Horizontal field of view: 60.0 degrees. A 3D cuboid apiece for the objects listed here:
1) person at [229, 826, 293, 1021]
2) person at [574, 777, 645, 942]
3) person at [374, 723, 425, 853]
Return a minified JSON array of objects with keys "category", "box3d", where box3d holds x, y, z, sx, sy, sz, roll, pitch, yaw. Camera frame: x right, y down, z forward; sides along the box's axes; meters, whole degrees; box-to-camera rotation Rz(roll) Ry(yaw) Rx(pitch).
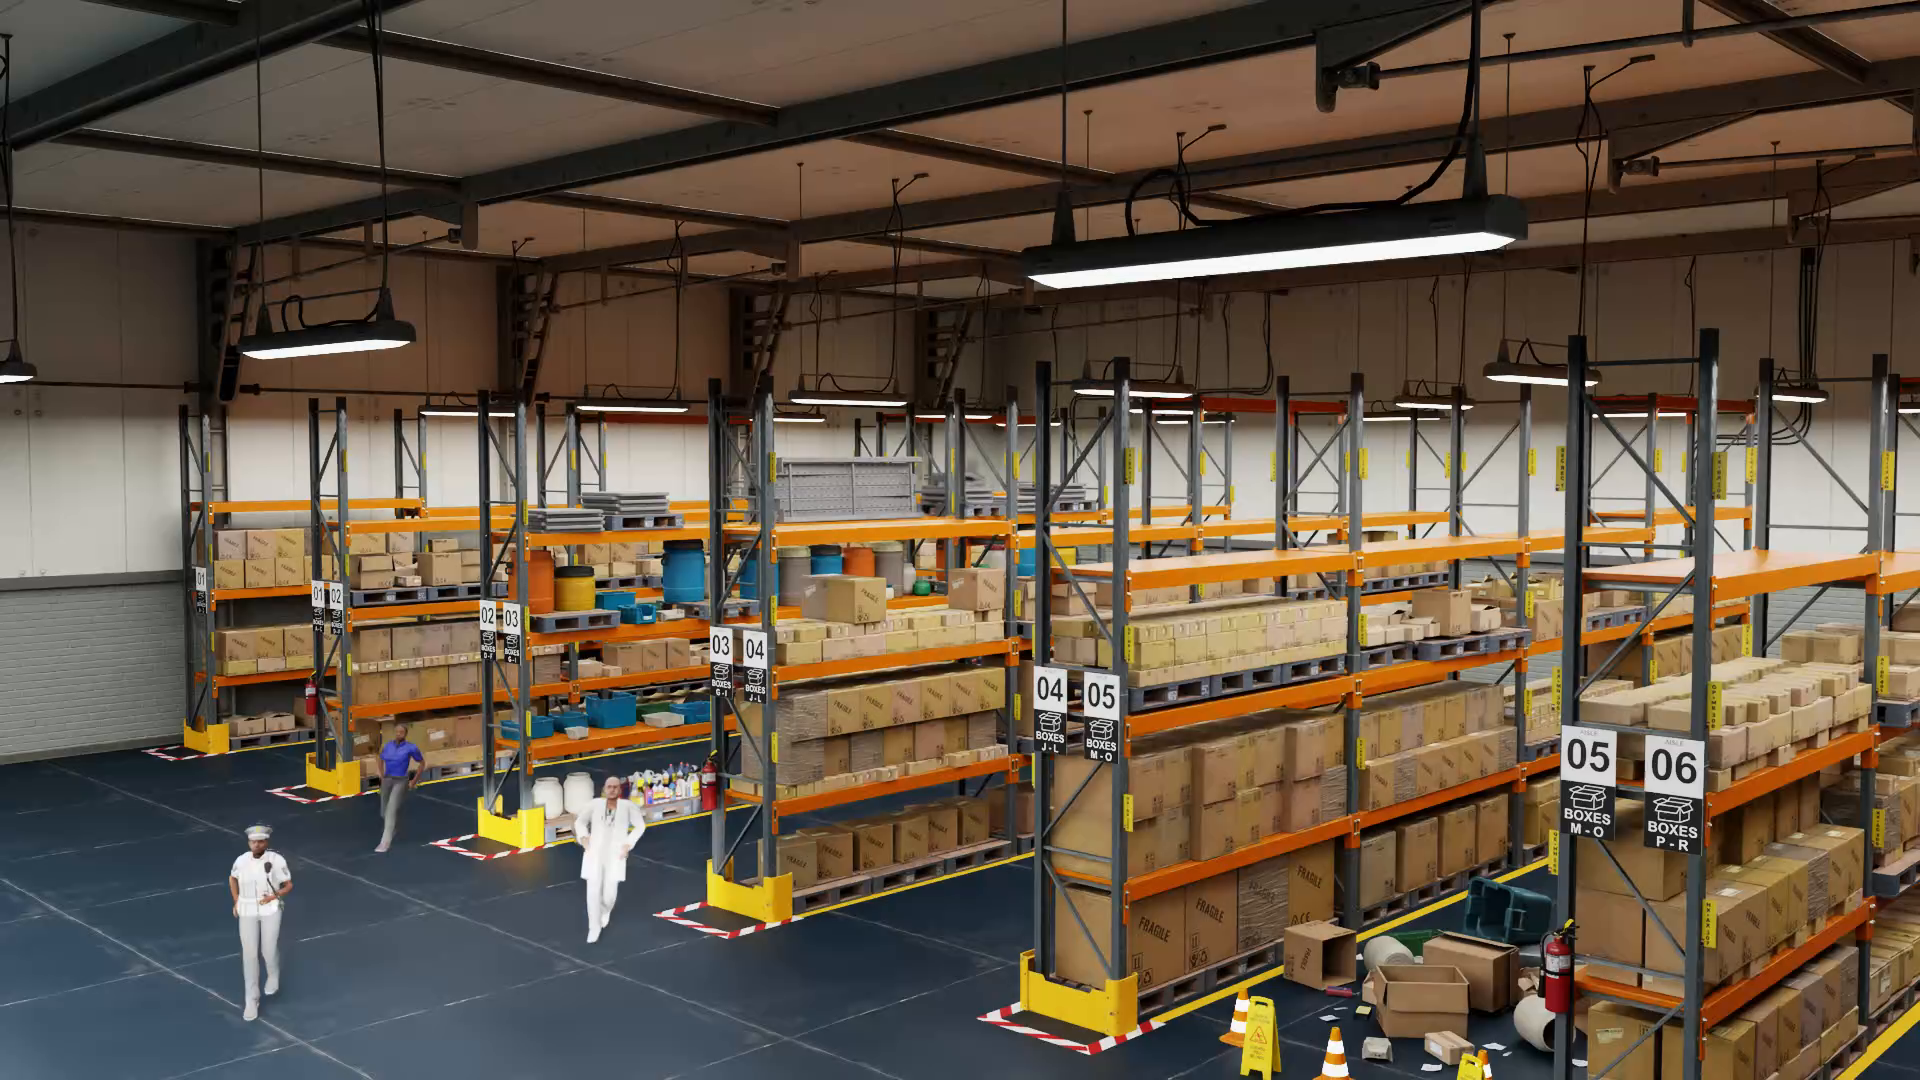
[{"category":"person","box3d":[-6.508,3.484,15.453,0.558,1.710,0.883,-1,3,-15]},{"category":"person","box3d":[-3.742,3.379,17.731,0.737,1.725,0.690,0,3,-5]},{"category":"person","box3d":[-7.337,3.204,21.772,0.641,1.632,0.785,0,3,6]}]
